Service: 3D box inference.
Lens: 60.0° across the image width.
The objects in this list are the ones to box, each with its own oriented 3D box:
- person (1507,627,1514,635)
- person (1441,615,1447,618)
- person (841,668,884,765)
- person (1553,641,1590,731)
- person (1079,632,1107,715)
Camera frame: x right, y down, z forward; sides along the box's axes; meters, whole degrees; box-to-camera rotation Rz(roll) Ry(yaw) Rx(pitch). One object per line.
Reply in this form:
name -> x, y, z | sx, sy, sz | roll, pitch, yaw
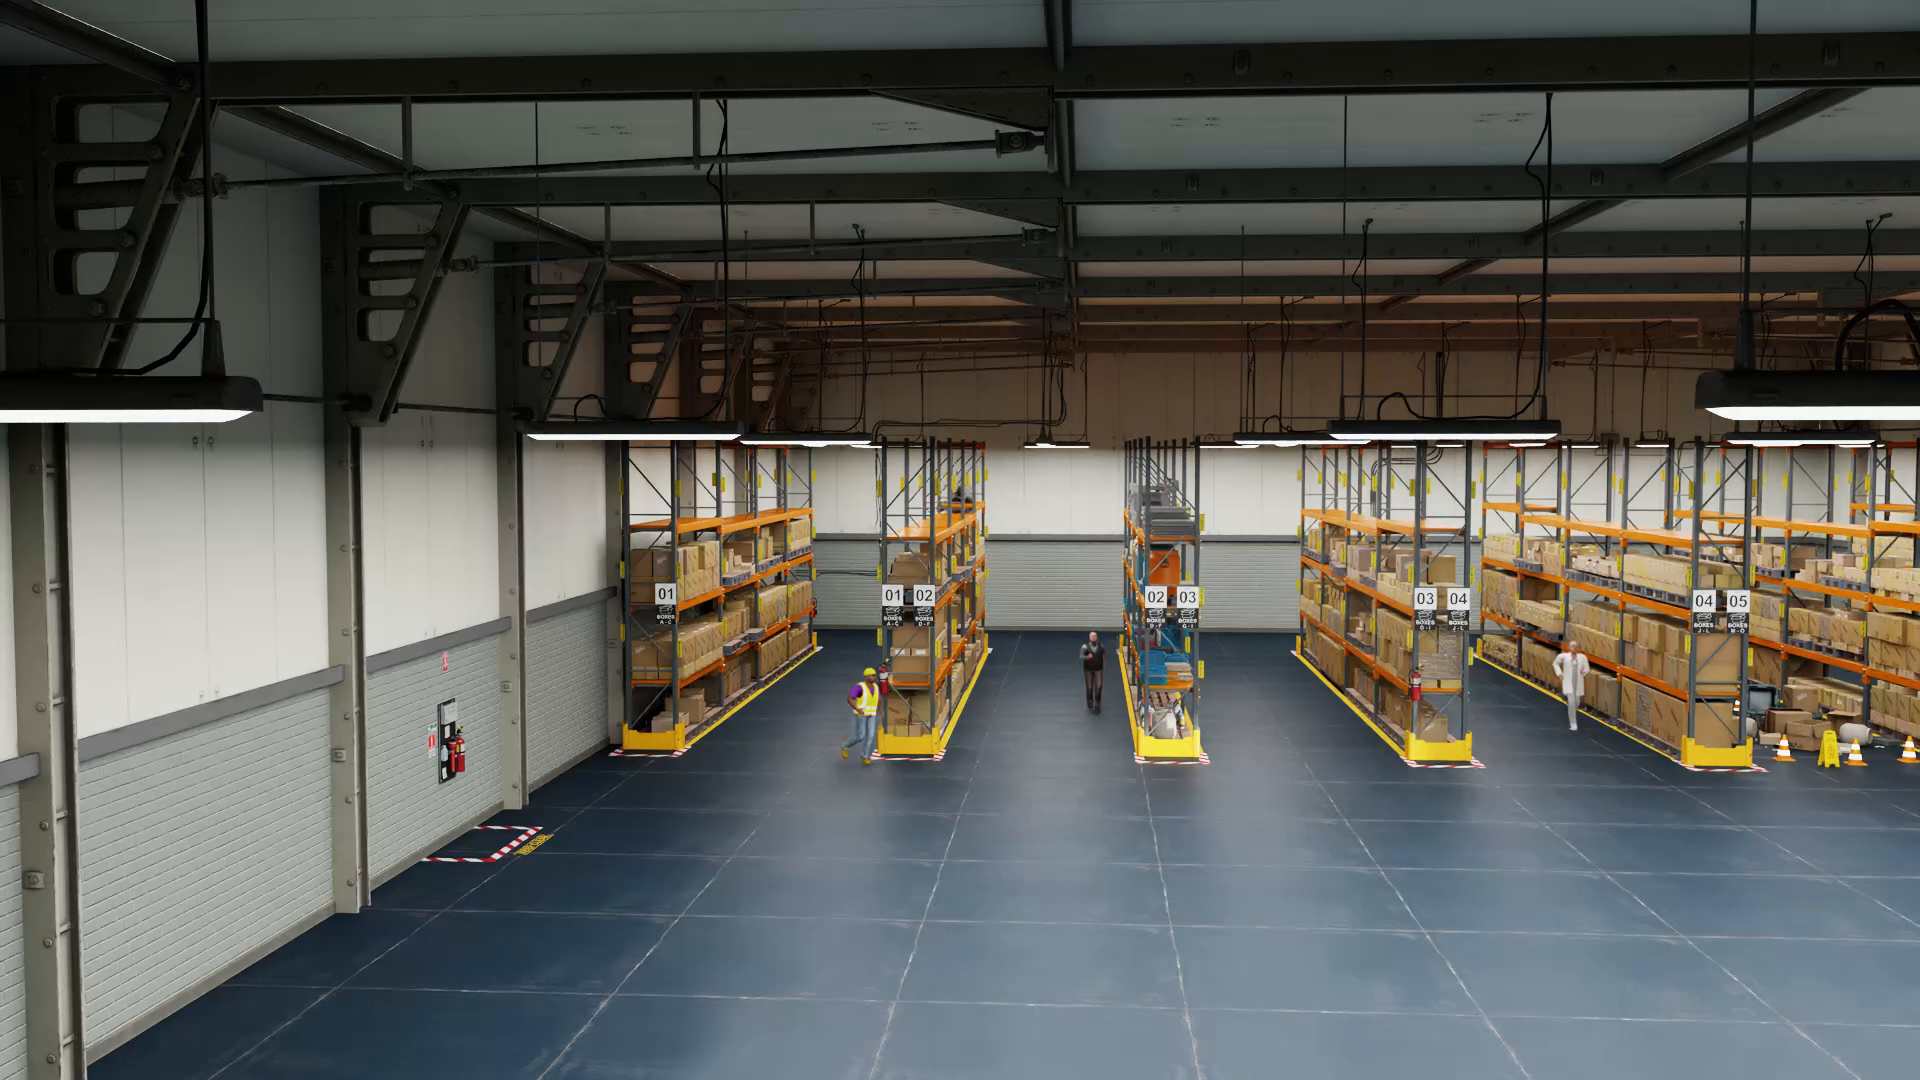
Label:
person -> 15.824, 2.353, 47.650 | 0.754, 1.748, 0.691 | -2, 4, -37
person -> 13.082, 2.454, 45.138 | 0.672, 1.738, 0.608 | 1, 3, 15
person -> -1.723, 3.224, 30.607 | 0.756, 1.719, 0.773 | -3, 4, -42
person -> 12.671, 3.088, 34.419 | 0.705, 1.589, 0.921 | 0, 3, 5
person -> 2.928, 2.902, 36.493 | 0.644, 1.772, 0.752 | 0, 3, 1
